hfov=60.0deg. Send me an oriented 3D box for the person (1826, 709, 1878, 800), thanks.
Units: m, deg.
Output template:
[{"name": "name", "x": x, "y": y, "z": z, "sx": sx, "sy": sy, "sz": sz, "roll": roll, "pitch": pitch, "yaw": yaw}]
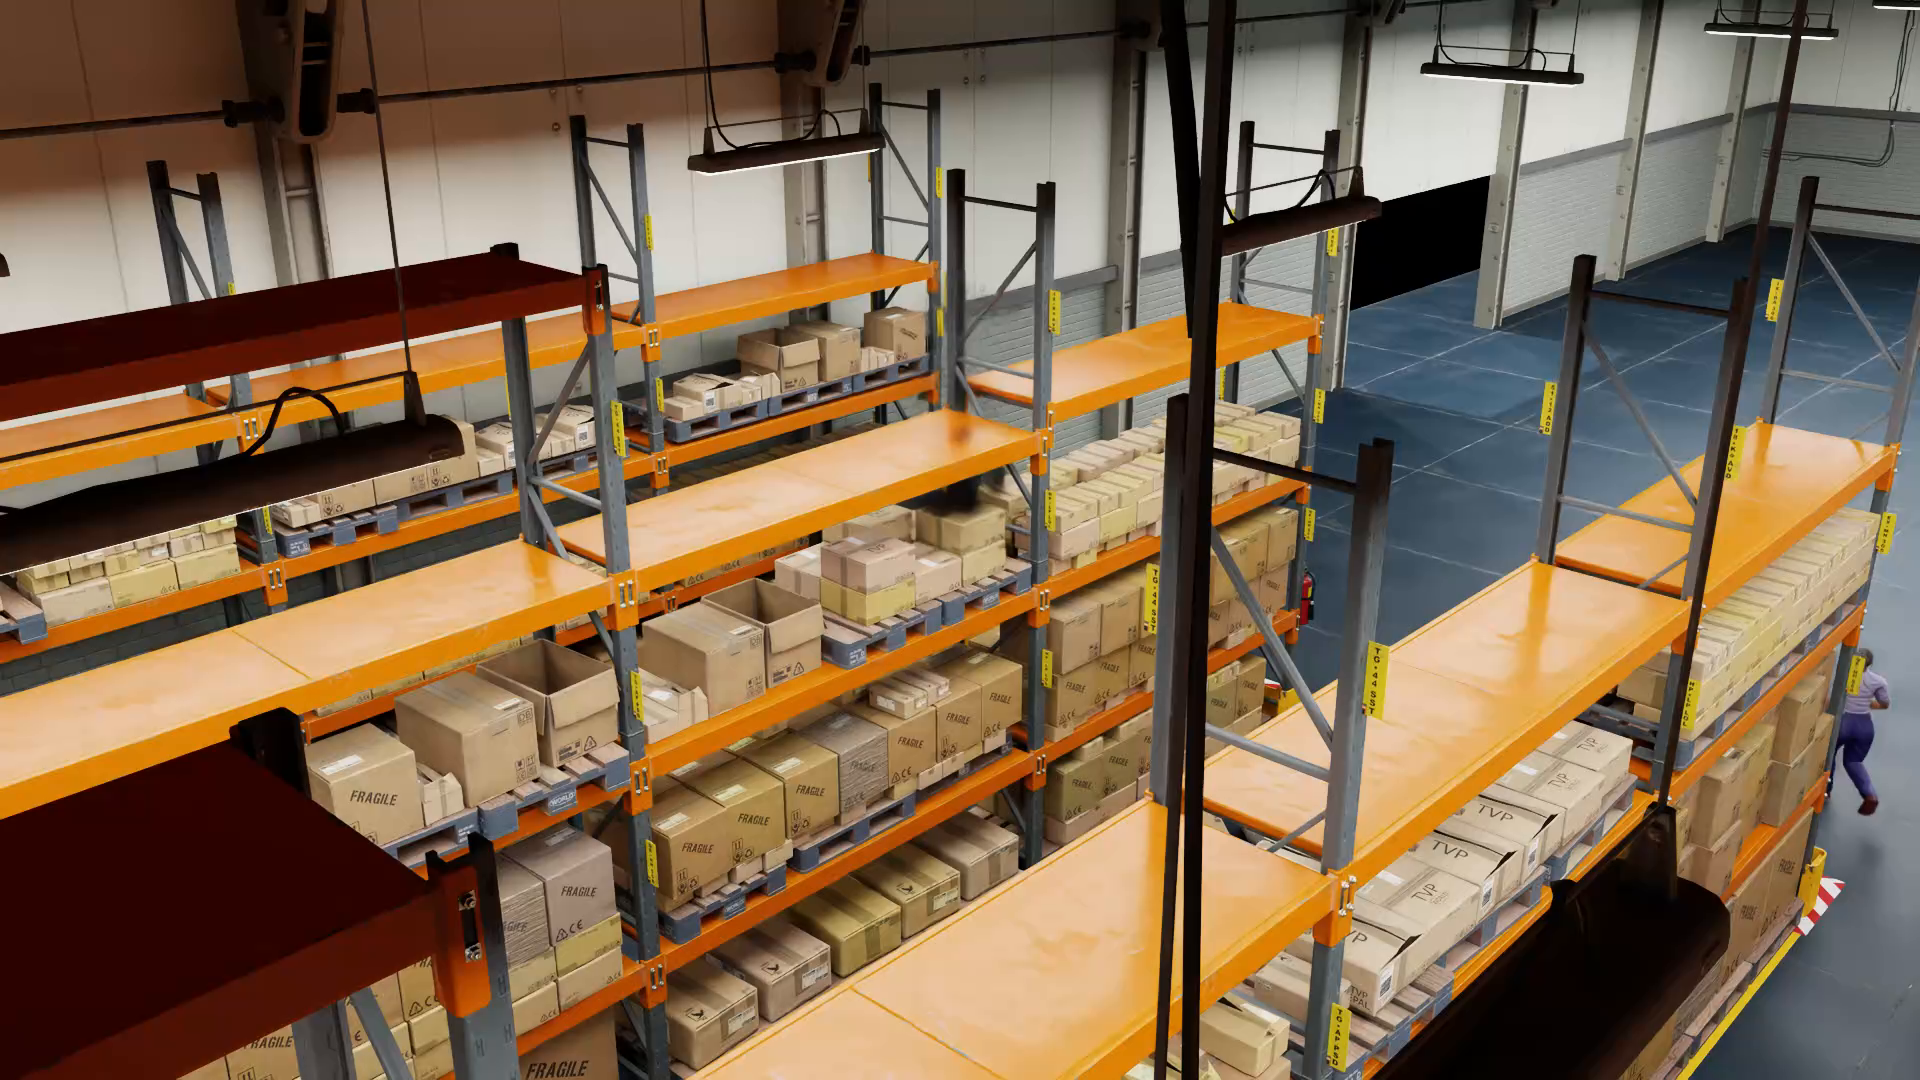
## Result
[{"name": "person", "x": 8.163, "y": 2.021, "z": 15.324, "sx": 0.422, "sy": 0.939, "sz": 0.666, "roll": 3, "pitch": 21, "yaw": 6}]
